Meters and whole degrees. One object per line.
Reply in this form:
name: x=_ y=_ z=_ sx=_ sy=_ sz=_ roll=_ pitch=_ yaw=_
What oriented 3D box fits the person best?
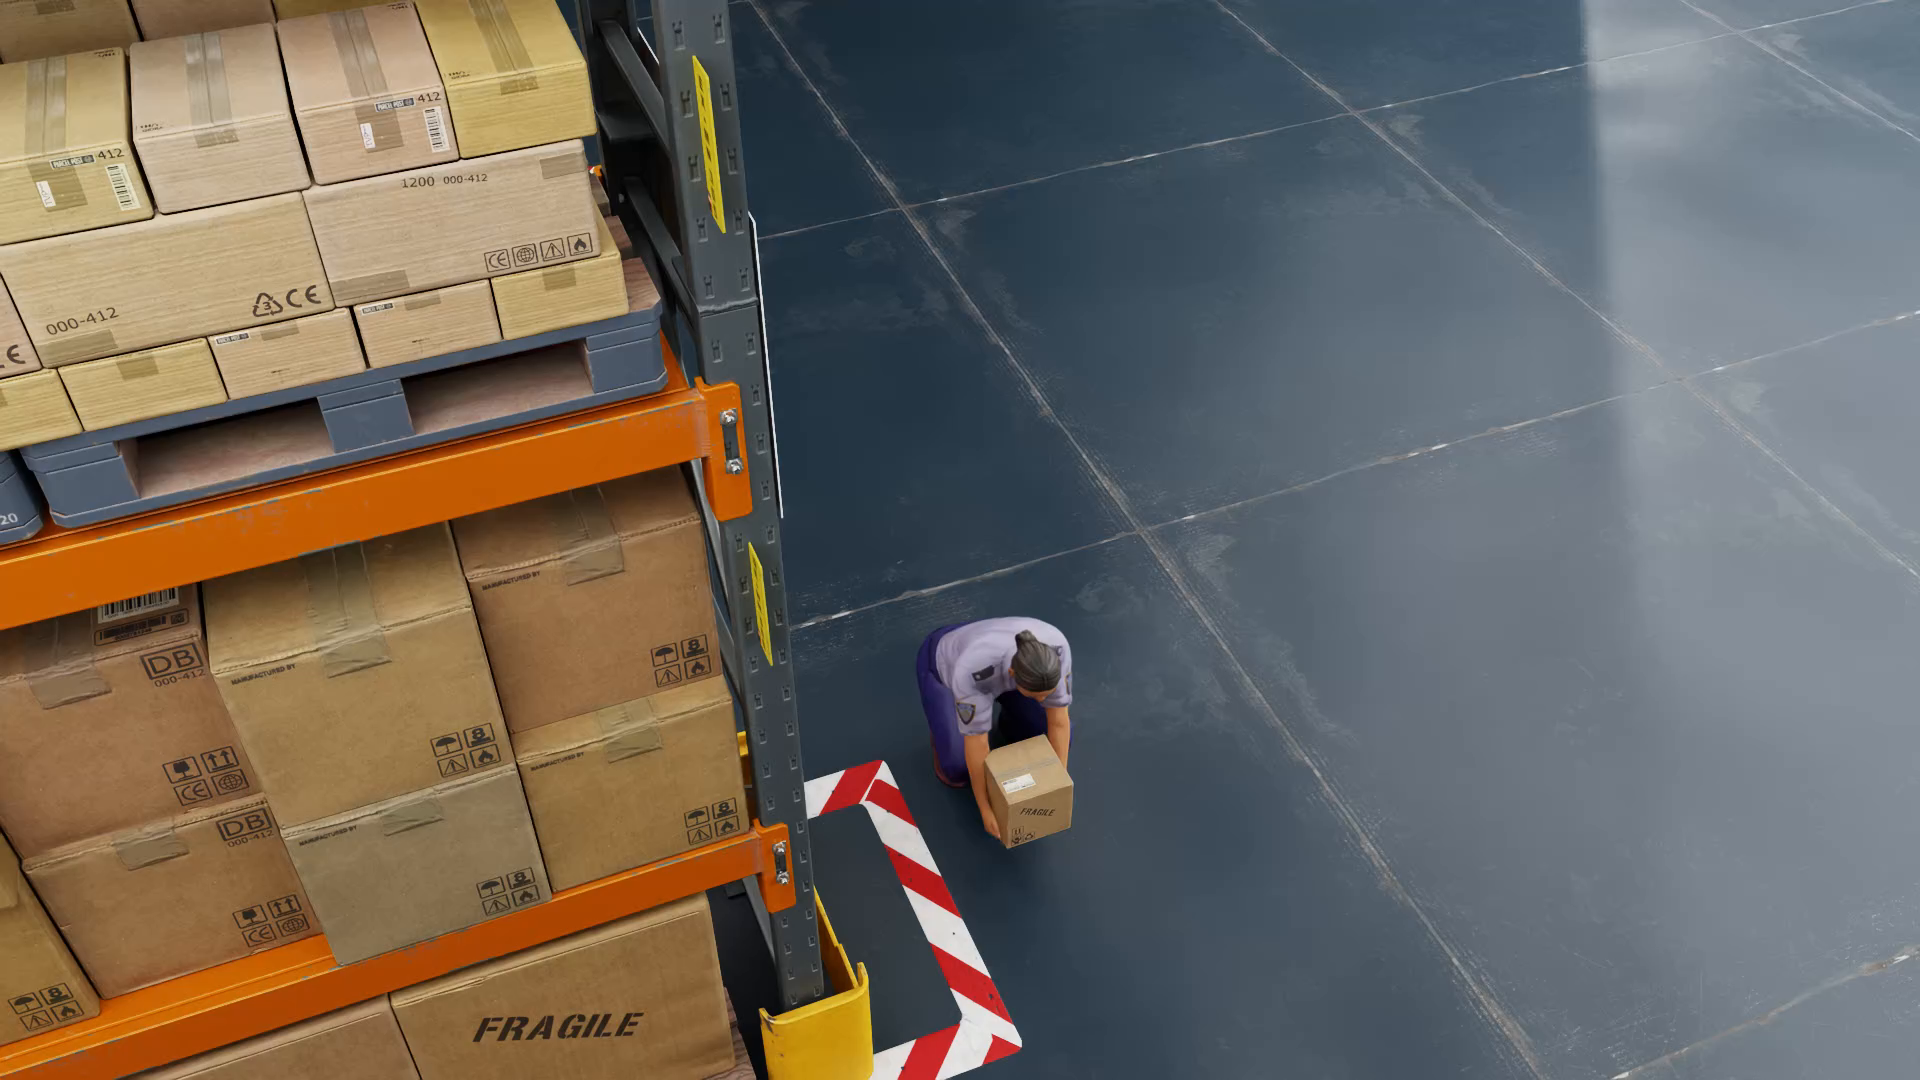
person: x=0.147 y=0.581 z=6.067 sx=0.517 sy=0.942 sz=0.848 roll=-13 pitch=43 yaw=-14
